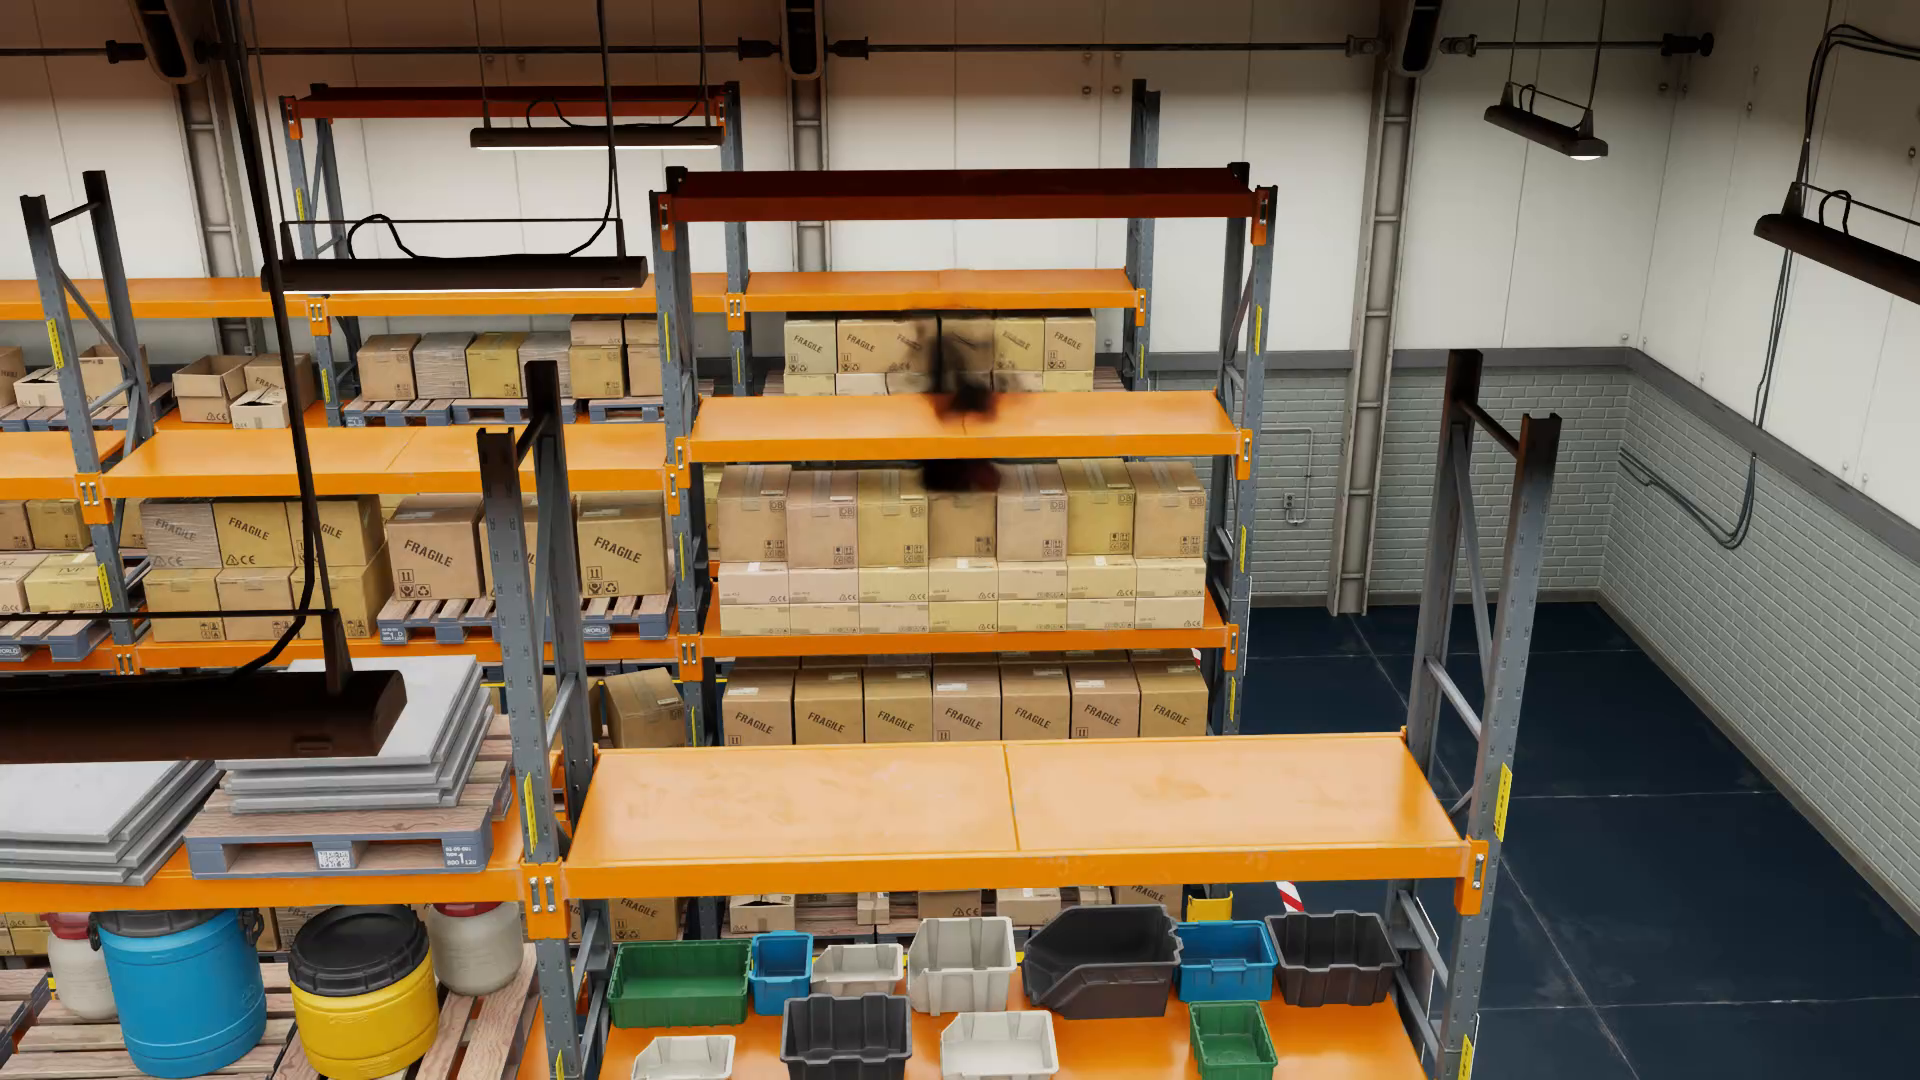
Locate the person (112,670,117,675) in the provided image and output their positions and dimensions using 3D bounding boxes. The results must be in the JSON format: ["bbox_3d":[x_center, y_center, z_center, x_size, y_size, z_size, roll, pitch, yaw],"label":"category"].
[{"bbox_3d":[-7.059,1.888,14.327,0.587,1.667,0.610,-1,22,-2],"label":"person"}]
